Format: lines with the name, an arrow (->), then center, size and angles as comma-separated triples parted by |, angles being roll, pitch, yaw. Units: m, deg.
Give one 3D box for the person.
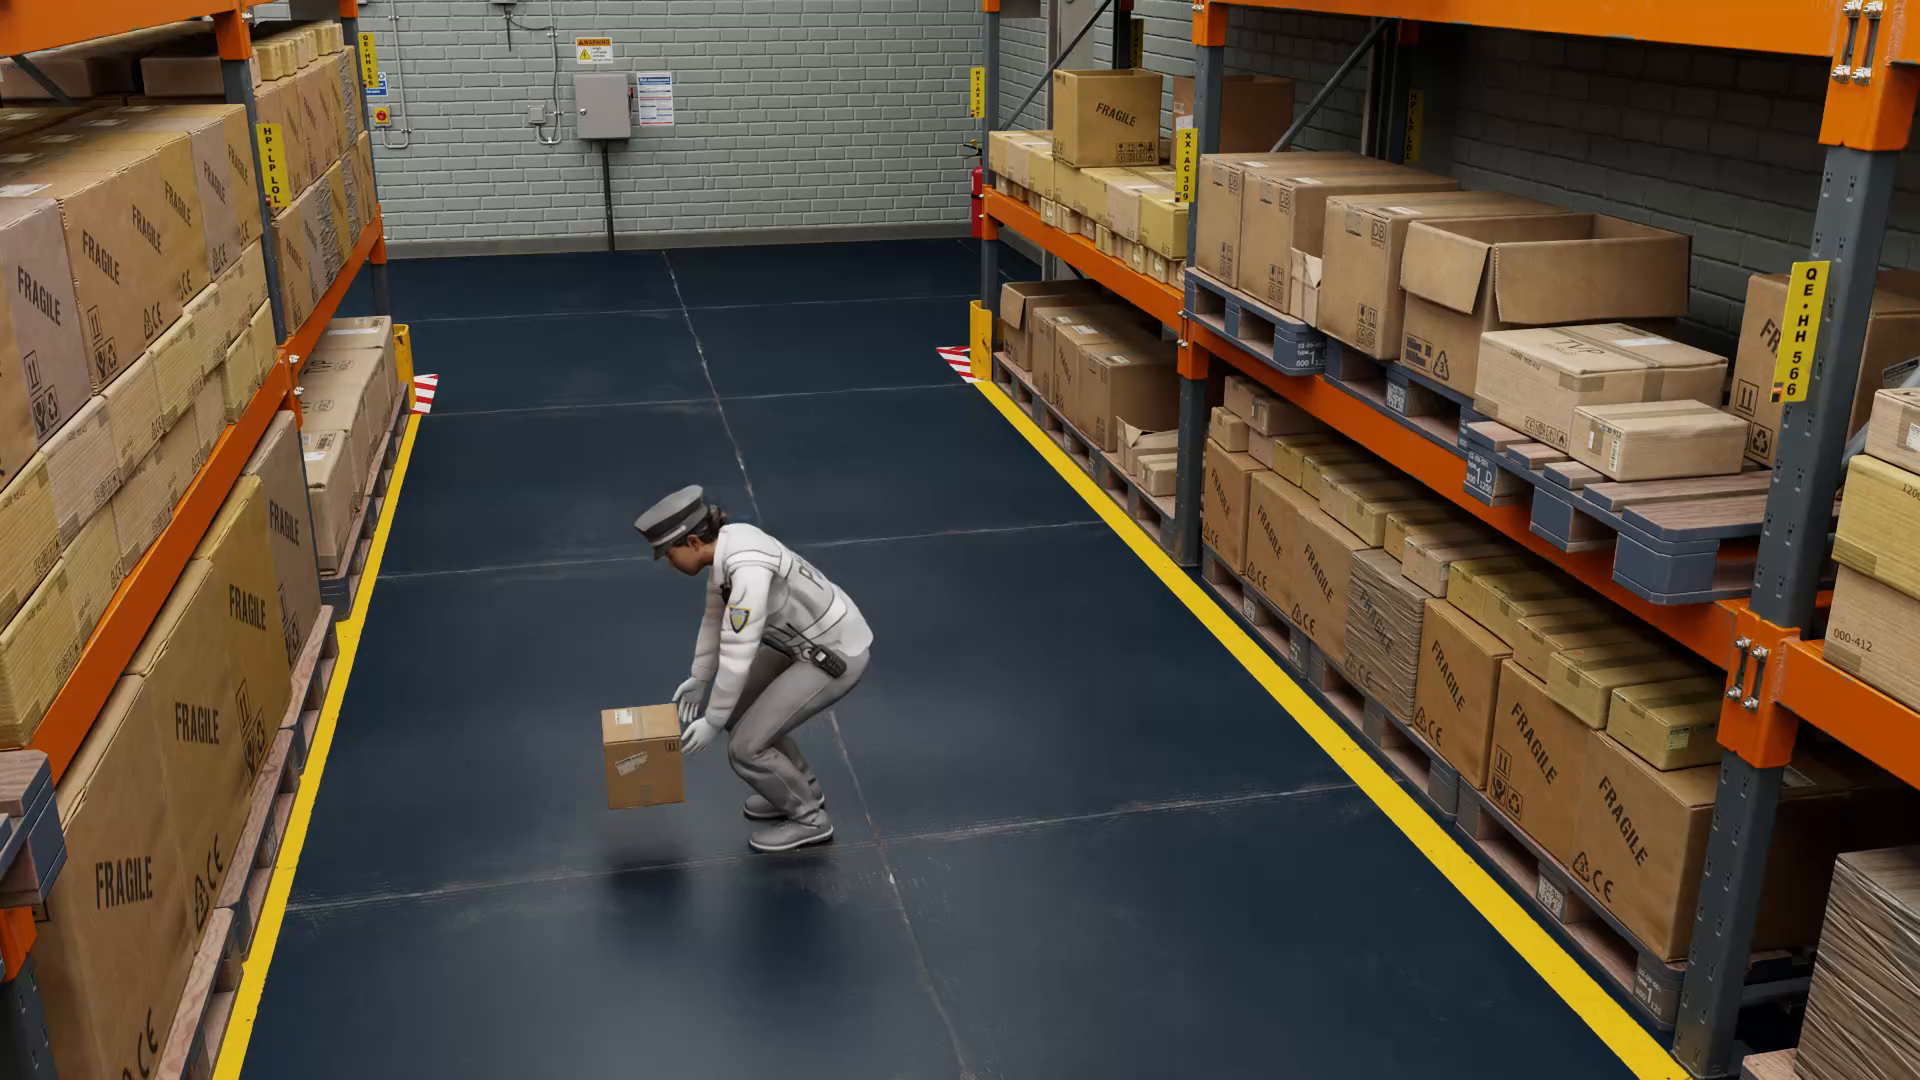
person -> -0.665, 0.419, 5.510 | 0.761, 1.262, 0.532 | -4, 20, -12
